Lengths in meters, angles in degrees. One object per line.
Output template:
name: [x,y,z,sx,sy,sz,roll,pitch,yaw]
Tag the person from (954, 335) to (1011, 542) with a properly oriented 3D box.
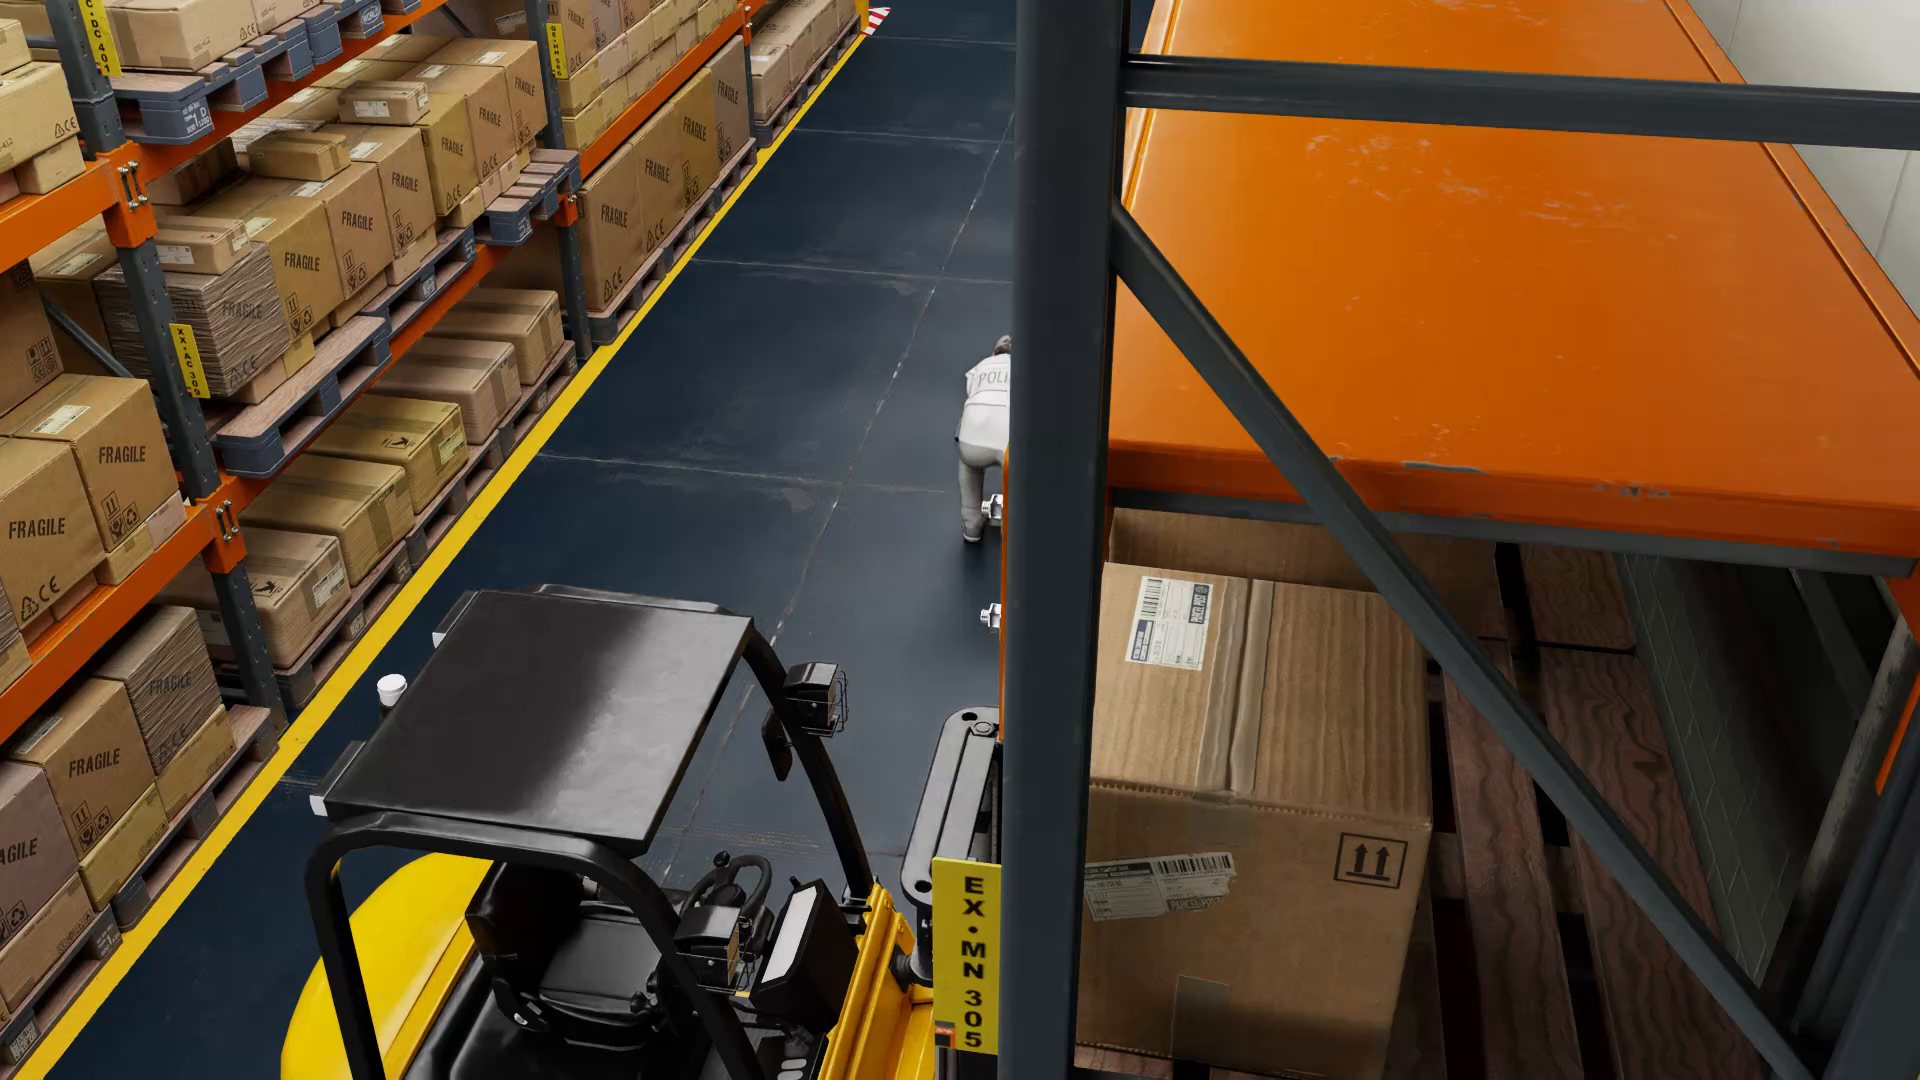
person: [0.239,-0.522,9.106,0.521,0.966,0.935,5,33,7]
